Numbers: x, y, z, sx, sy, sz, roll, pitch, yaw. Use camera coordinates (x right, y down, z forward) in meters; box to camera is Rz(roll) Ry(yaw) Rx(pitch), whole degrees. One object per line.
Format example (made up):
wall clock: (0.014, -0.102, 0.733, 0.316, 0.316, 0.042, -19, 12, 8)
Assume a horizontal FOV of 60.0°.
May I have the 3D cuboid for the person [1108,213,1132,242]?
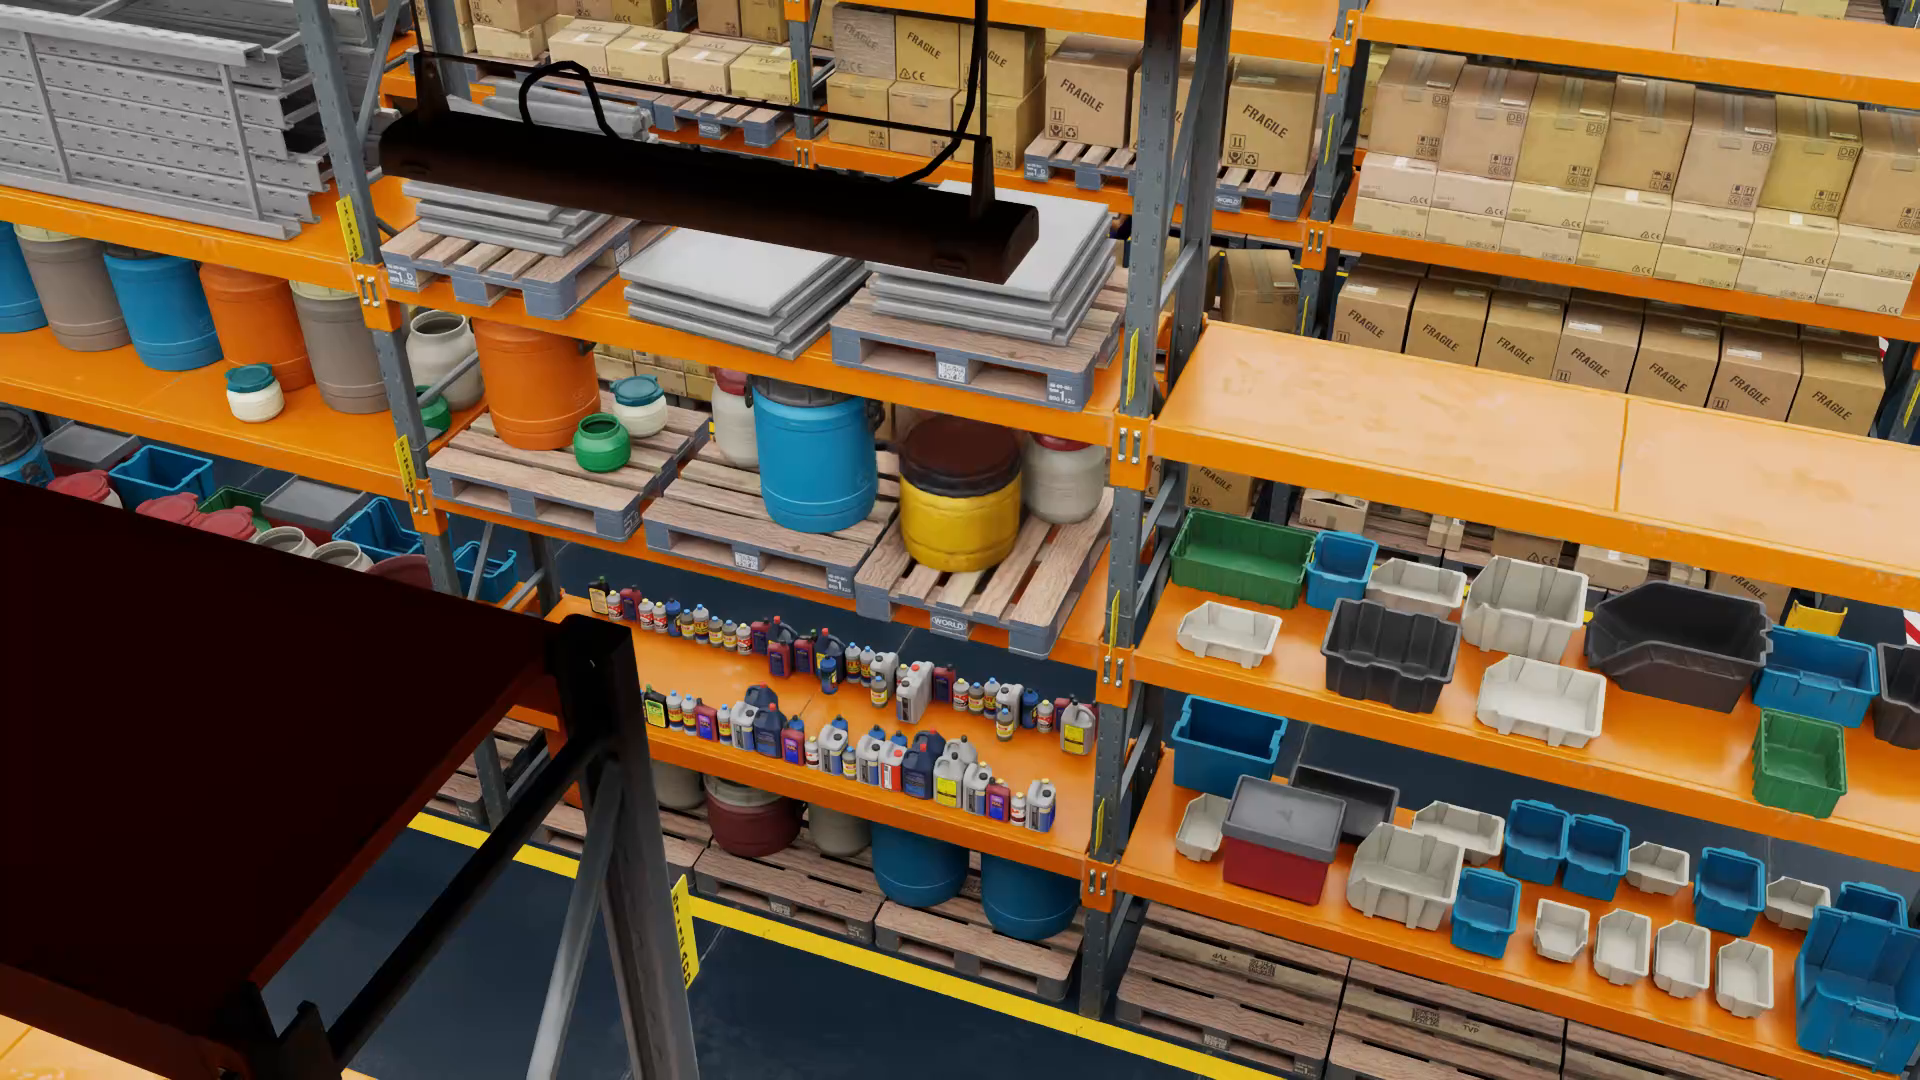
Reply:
person: (1.643, -3.206, 16.348, 0.948, 1.597, 0.538, 0, 36, -1)
